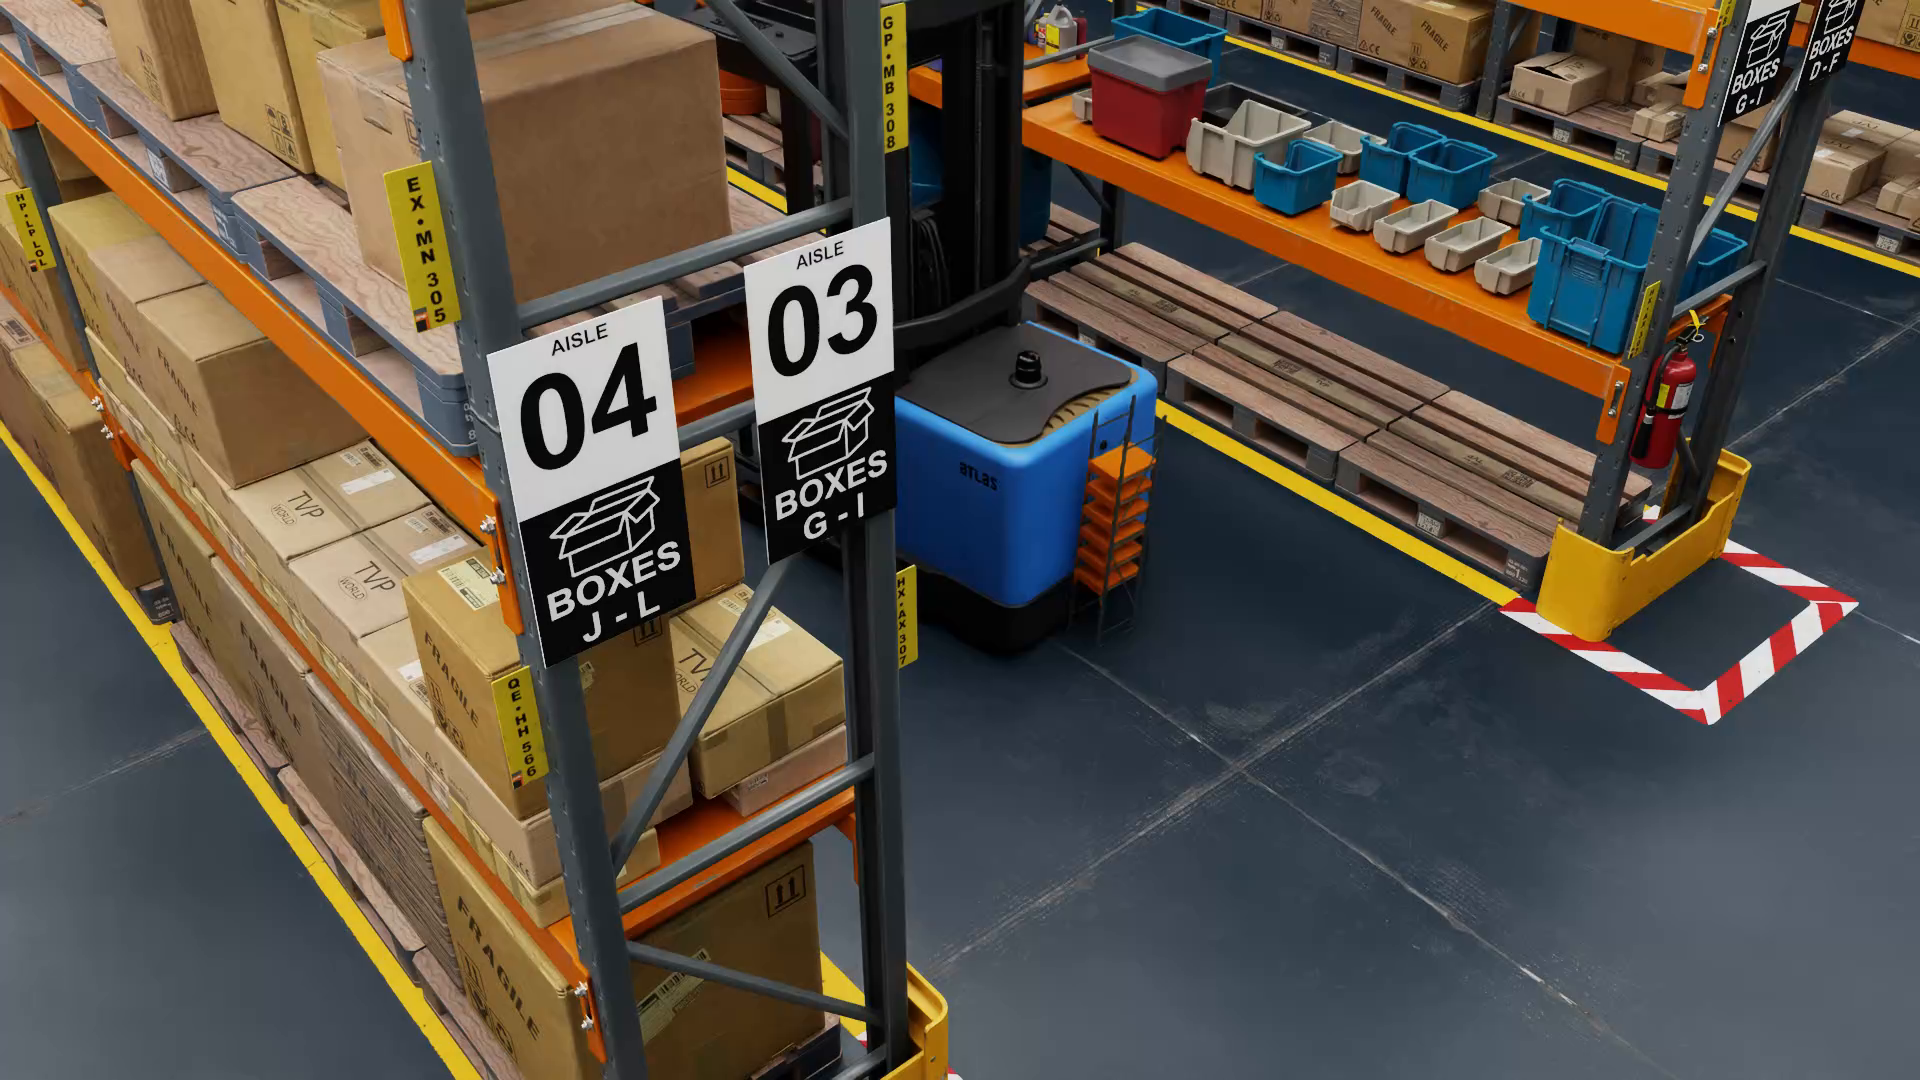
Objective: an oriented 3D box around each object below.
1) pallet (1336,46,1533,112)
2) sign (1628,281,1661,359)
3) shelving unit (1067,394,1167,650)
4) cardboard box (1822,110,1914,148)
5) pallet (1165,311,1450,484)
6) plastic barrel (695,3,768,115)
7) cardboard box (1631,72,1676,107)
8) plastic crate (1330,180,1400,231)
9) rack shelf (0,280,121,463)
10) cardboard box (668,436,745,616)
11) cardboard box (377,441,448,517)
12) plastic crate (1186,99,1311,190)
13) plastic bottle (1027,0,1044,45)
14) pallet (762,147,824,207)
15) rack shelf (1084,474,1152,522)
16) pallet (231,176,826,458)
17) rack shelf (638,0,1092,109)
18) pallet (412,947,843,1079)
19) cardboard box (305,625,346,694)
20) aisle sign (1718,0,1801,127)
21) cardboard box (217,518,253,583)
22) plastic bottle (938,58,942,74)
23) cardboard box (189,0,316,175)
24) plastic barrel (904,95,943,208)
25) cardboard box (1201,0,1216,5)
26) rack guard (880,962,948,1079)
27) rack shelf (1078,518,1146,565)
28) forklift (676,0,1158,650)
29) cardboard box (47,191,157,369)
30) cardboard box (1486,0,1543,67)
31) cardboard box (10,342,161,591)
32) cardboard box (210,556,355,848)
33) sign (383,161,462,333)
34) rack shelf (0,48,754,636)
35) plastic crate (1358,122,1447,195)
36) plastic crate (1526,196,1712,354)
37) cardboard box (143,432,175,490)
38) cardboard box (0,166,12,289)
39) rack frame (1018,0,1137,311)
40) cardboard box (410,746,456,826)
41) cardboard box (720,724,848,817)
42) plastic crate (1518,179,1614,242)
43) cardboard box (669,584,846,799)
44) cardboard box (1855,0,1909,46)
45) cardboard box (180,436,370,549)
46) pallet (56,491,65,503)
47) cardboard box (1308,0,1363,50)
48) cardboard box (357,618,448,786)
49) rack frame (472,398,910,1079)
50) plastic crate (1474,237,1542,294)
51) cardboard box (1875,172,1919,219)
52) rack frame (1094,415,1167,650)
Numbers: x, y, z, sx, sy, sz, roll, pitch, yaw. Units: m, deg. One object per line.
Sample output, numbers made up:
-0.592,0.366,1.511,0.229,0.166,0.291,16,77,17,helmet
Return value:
3.849,-3.859,13.516,1.003,0.211,1.213,-26,43,-32,pallet
2.788,-0.894,6.776,0.100,0.325,0.005,-26,43,-32,sign
0.677,-0.057,7.282,0.258,1.200,0.189,-26,48,-32,shelving unit
6.205,-2.731,11.509,0.500,0.250,0.500,-26,43,-32,cardboard box
1.913,-0.819,9.224,1.003,0.211,1.213,-26,43,-32,pallet
-1.636,-3.648,12.320,0.600,0.830,0.708,-26,43,-32,plastic barrel
5.275,-3.379,12.512,0.380,0.149,0.250,-26,43,-32,cardboard box
1.954,-1.621,8.119,0.298,0.136,0.250,-26,43,-32,plastic crate
-4.457,-1.548,8.463,1.077,0.370,4.000,-26,43,-32,rack shelf
-1.012,-0.092,5.009,0.500,0.500,0.500,-27,43,-33,cardboard box
-1.692,-0.244,5.872,0.500,0.250,0.500,-27,43,-33,cardboard box
1.462,-2.040,8.585,0.437,0.282,0.530,-26,43,-32,plastic crate
0.469,-3.221,10.314,0.097,0.271,0.097,0,35,0,plastic bottle
-0.641,-2.563,11.687,1.003,0.211,1.213,-26,43,-32,pallet
0.688,-0.209,7.159,0.258,0.103,0.180,-26,48,-32,rack shelf
-1.072,-0.704,4.131,1.003,0.211,1.213,-26,43,-32,pallet
-0.674,-3.396,11.072,1.077,0.370,4.000,-26,43,-32,rack shelf
-1.161,1.621,5.778,1.003,0.211,1.213,-26,43,-32,pallet
-1.895,0.311,5.434,0.380,0.149,0.250,-26,43,-32,cardboard box
3.021,-1.960,6.173,0.394,0.787,0.004,-26,43,-32,aisle sign
-2.393,-0.030,5.914,0.380,0.149,0.250,-25,43,-31,cardboard box
-0.069,-2.897,9.846,0.061,0.283,0.133,-26,43,-32,plastic bottle
-1.604,-1.383,4.476,0.700,0.500,0.500,-29,45,-35,cardboard box
-0.178,-2.680,10.892,0.600,0.901,0.708,-26,43,-32,plastic barrel
2.240,-5.041,14.555,0.500,0.500,0.500,-28,44,-33,cardboard box
-0.570,1.838,5.223,1.175,0.500,0.348,-26,43,-32,rack guard
0.675,-0.023,7.310,0.258,0.103,0.180,-26,48,-32,rack shelf
-0.524,-1.435,7.740,3.031,2.935,1.130,28,44,33,forklift
-3.053,-1.018,6.316,0.500,0.500,0.500,-26,43,-32,cardboard box
4.277,-4.116,13.248,0.500,0.500,0.500,-28,44,-34,cardboard box
-3.595,-0.538,7.890,1.225,0.875,0.875,-26,43,-32,cardboard box
-2.221,0.455,6.487,0.875,0.875,0.875,-26,43,-32,cardboard box
-1.009,-0.550,3.138,0.100,0.325,0.005,-26,43,-32,sign
-1.876,-1.006,5.103,1.077,0.370,4.000,-26,43,-32,rack shelf
2.247,-1.942,8.490,0.416,0.233,0.300,-26,43,-32,plastic crate
2.839,-1.157,7.206,0.616,0.435,0.499,-26,43,-32,plastic crate
-2.890,-0.370,6.394,0.380,0.149,0.250,-25,42,-30,cardboard box
-4.334,-1.553,7.762,0.500,0.500,0.500,-27,43,-32,cardboard box
0.617,-2.806,9.617,1.000,3.000,0.127,-26,43,-32,rack frame
-1.398,0.649,4.955,0.380,0.149,0.250,-26,43,-32,cardboard box
-0.562,0.630,4.983,0.380,0.149,0.250,-25,43,-31,cardboard box
2.866,-1.519,7.892,0.416,0.233,0.300,-26,43,-32,plastic crate
-0.689,0.434,4.914,0.500,0.250,0.500,-27,43,-33,cardboard box
5.832,-3.473,10.472,0.500,0.500,0.500,-26,43,-31,cardboard box
-2.408,-0.266,5.903,0.500,0.250,0.500,-25,42,-31,cardboard box
-4.514,-0.672,9.017,1.003,0.211,1.213,-26,43,-32,pallet
3.230,-4.365,13.601,0.500,0.500,0.500,-25,43,-31,cardboard box
-1.428,0.408,4.951,0.500,0.250,0.500,-27,43,-33,cardboard box
-0.585,0.807,4.515,1.000,3.000,0.127,-26,43,-32,rack frame
2.534,-1.250,7.595,0.396,0.136,0.243,-26,43,-32,plastic crate
6.253,-2.270,10.931,0.380,0.166,0.250,-26,43,-32,cardboard box
0.736,-0.011,7.230,0.240,1.200,0.006,-26,48,-32,rack frame
